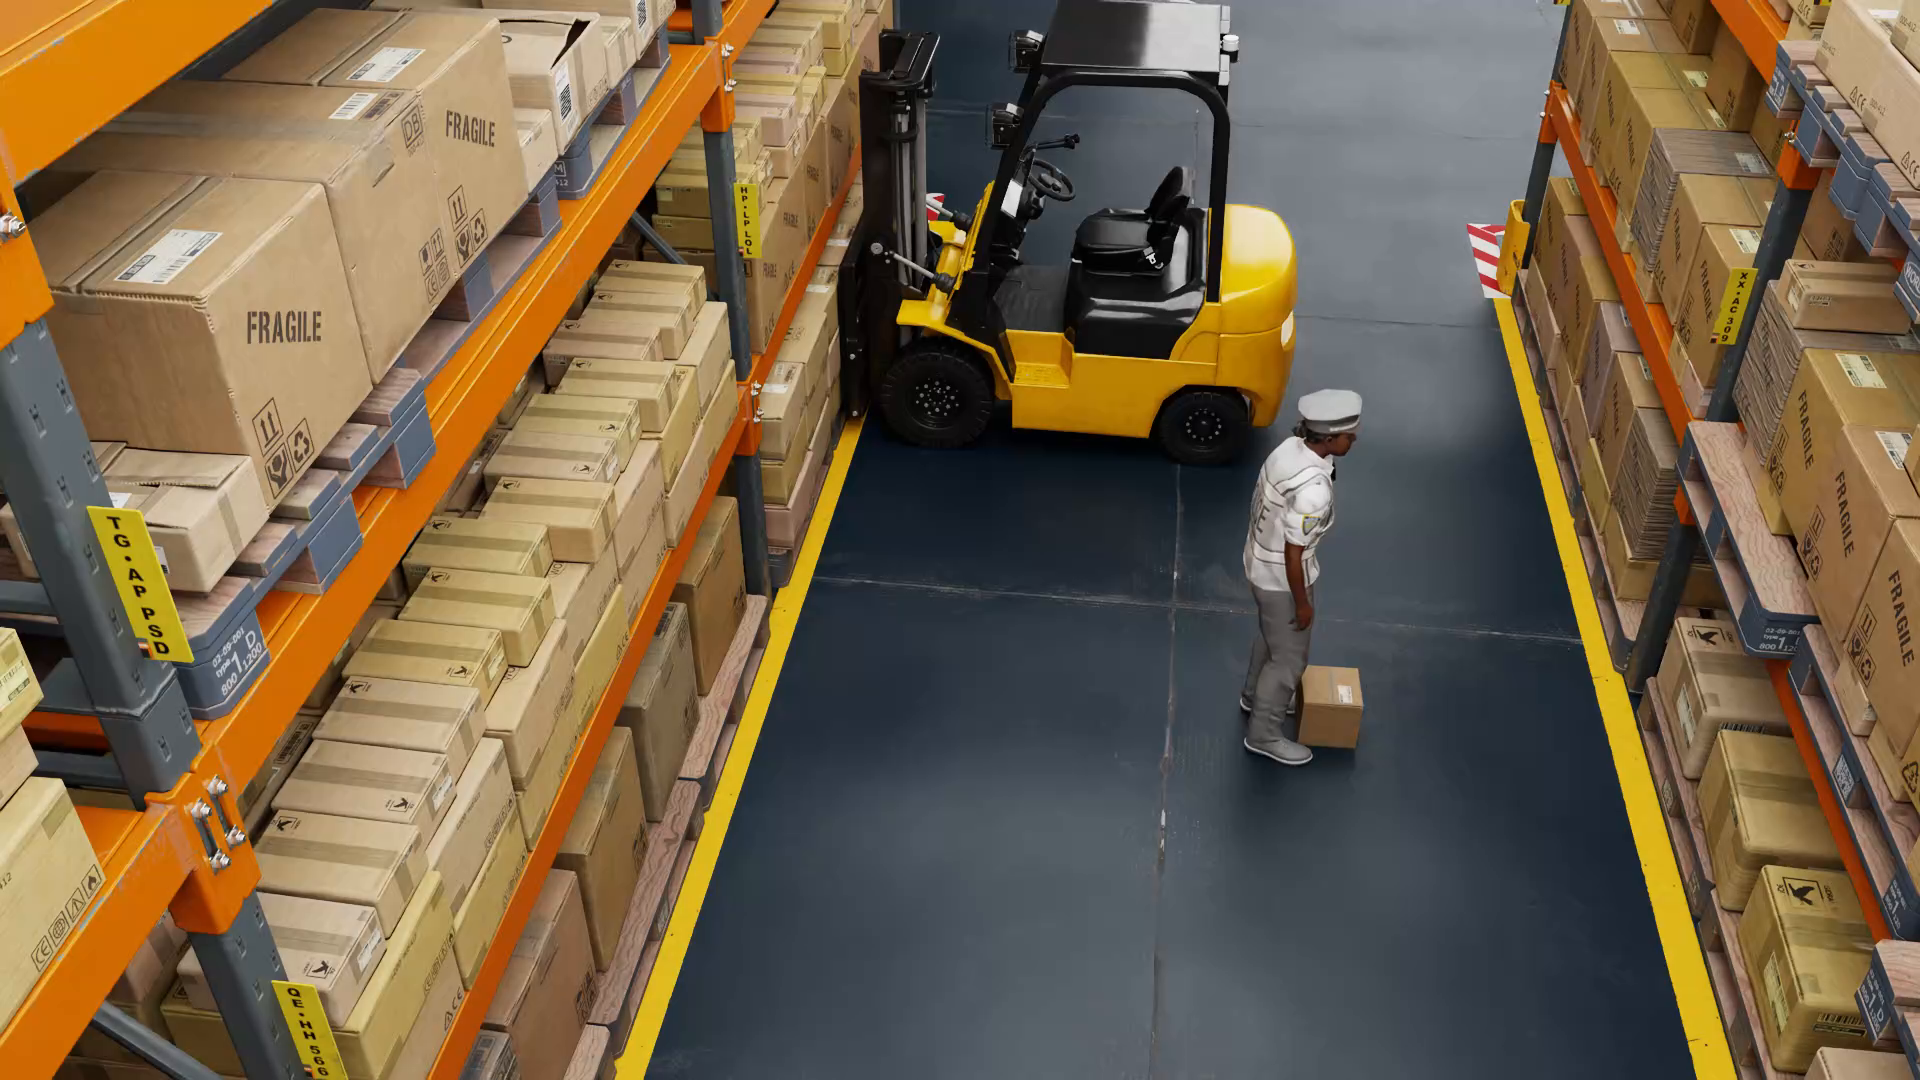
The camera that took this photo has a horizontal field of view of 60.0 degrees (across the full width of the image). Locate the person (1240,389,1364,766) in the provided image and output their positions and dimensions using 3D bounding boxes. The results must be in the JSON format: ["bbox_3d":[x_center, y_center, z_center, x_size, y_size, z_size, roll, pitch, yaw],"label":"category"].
[{"bbox_3d":[1.366,0.143,6.842,0.397,1.661,0.531,2,36,3],"label":"person"}]
